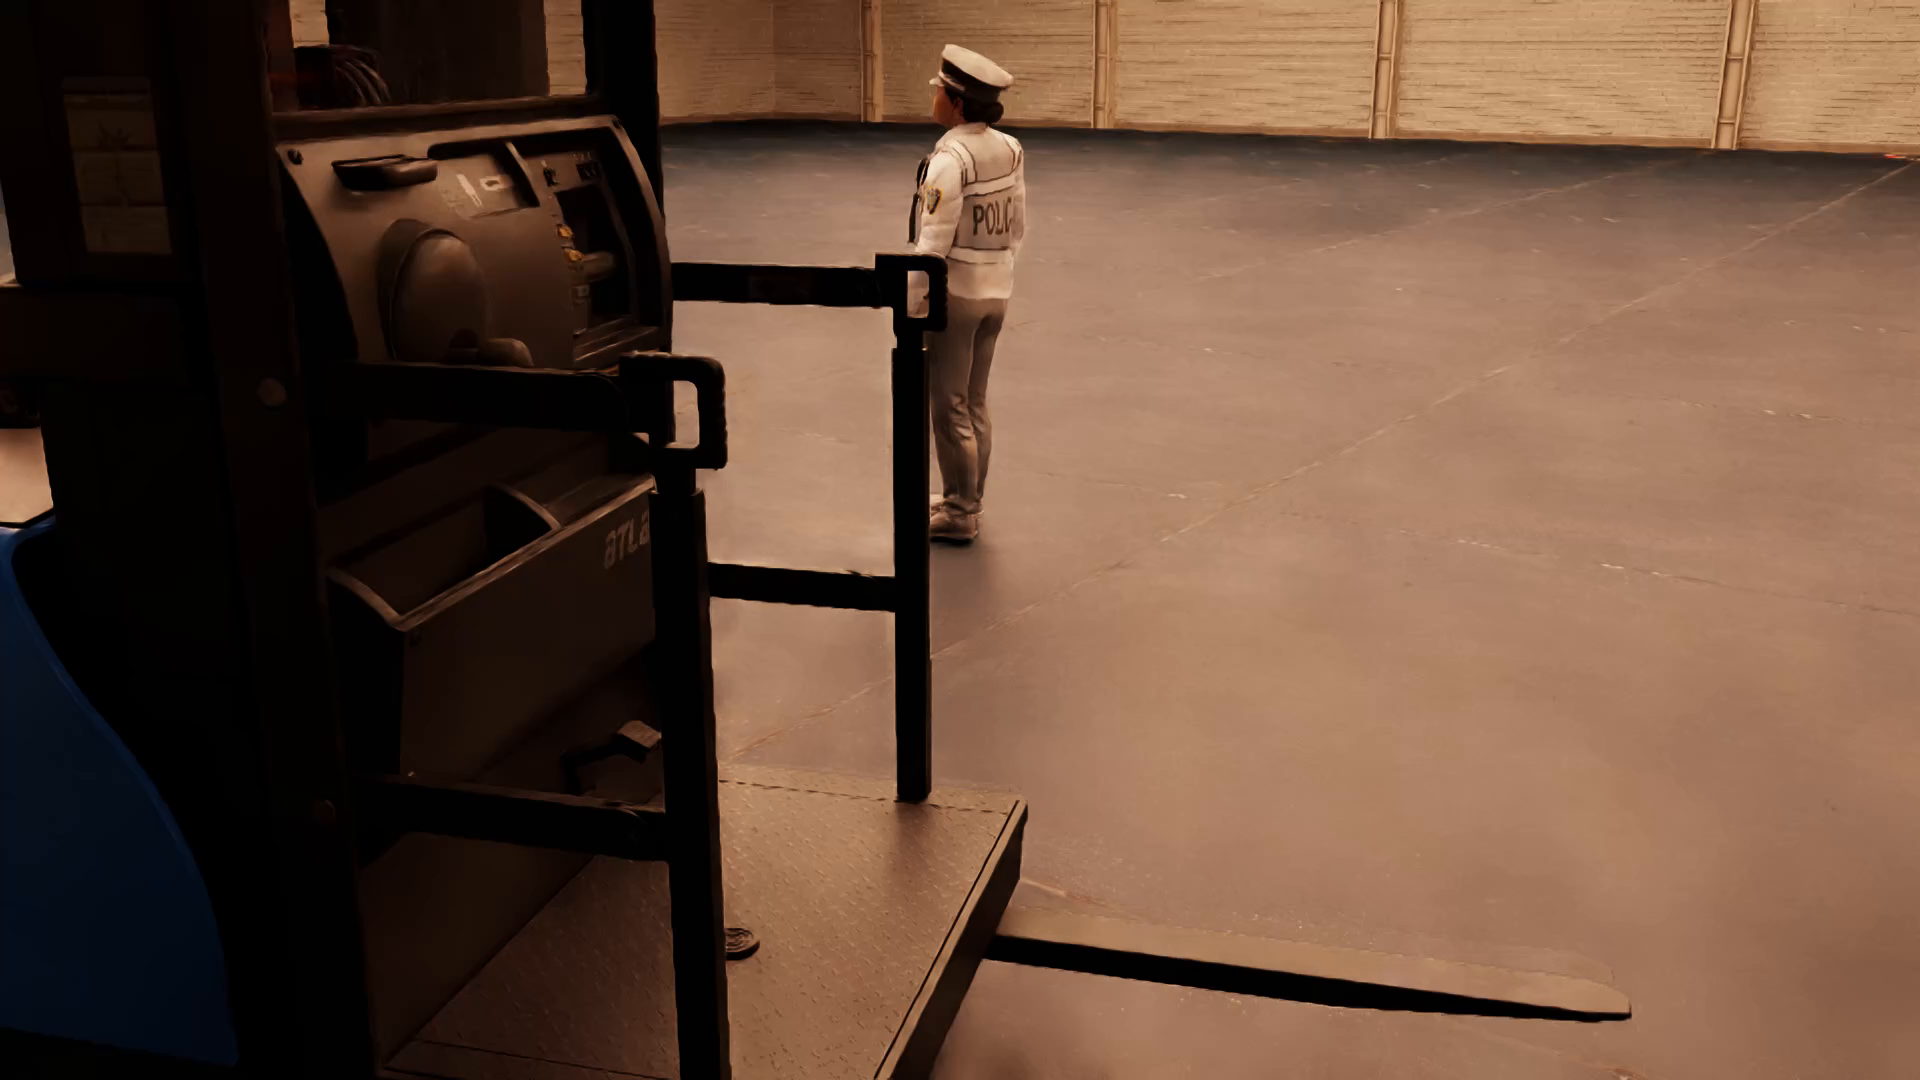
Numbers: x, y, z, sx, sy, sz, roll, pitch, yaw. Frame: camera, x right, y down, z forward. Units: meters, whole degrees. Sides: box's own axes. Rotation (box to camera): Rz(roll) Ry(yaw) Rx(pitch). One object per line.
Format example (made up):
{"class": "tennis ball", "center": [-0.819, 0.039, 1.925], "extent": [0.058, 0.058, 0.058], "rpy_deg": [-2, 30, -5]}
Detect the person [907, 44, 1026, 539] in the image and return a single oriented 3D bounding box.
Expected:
{"class": "person", "center": [-0.052, -0.832, 5.746], "extent": [0.532, 1.695, 0.586], "rpy_deg": [11, 20, 33]}

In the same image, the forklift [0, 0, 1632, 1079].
{"class": "forklift", "center": [-0.466, -0.467, 2.395], "extent": [3.031, 2.935, 1.130], "rpy_deg": [4, 17, 14]}
